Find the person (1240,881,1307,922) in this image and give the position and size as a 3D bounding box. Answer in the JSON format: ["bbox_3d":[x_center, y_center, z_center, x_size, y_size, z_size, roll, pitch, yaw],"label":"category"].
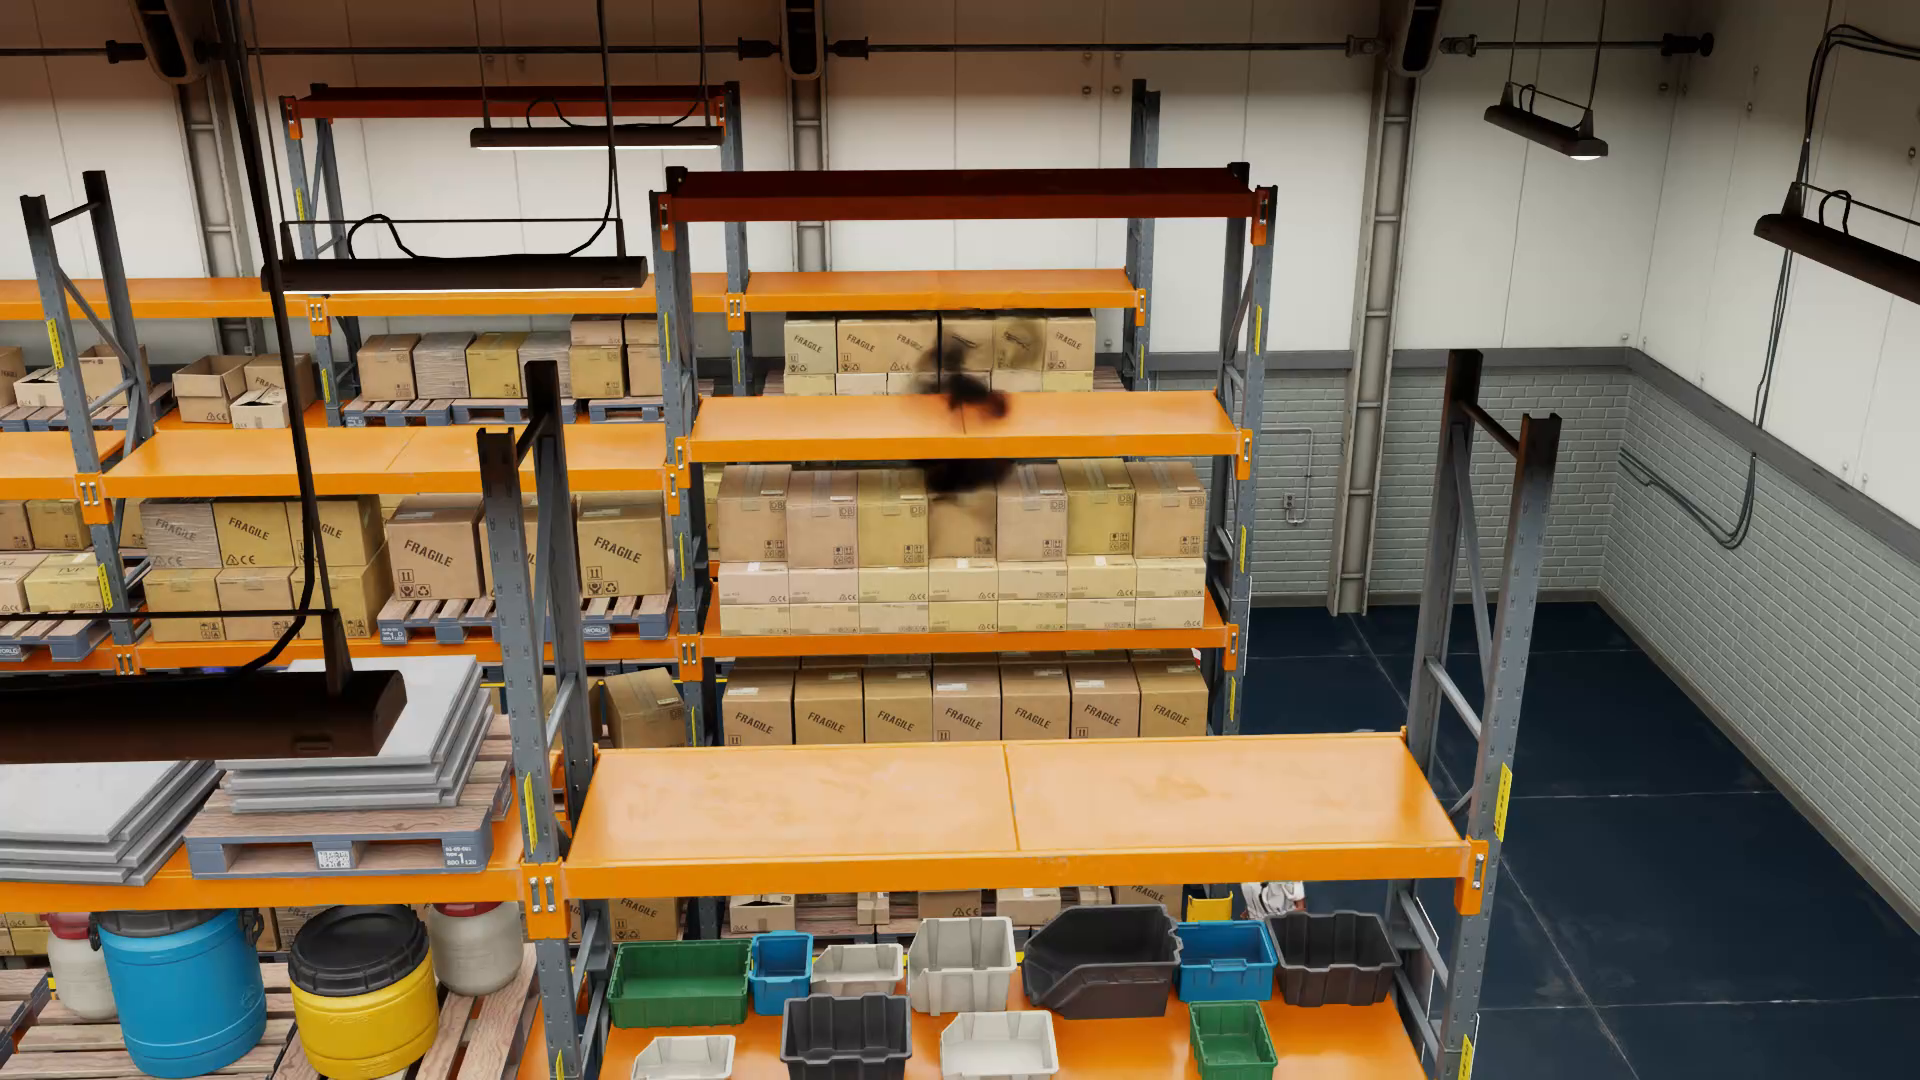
[{"bbox_3d":[2.230,2.712,11.674,0.733,1.639,0.657,-12,25,-28],"label":"person"}]

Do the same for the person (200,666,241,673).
[{"bbox_3d":[-6.719,1.614,15.095,0.643,1.606,0.603,-3,22,-8],"label":"person"}]
